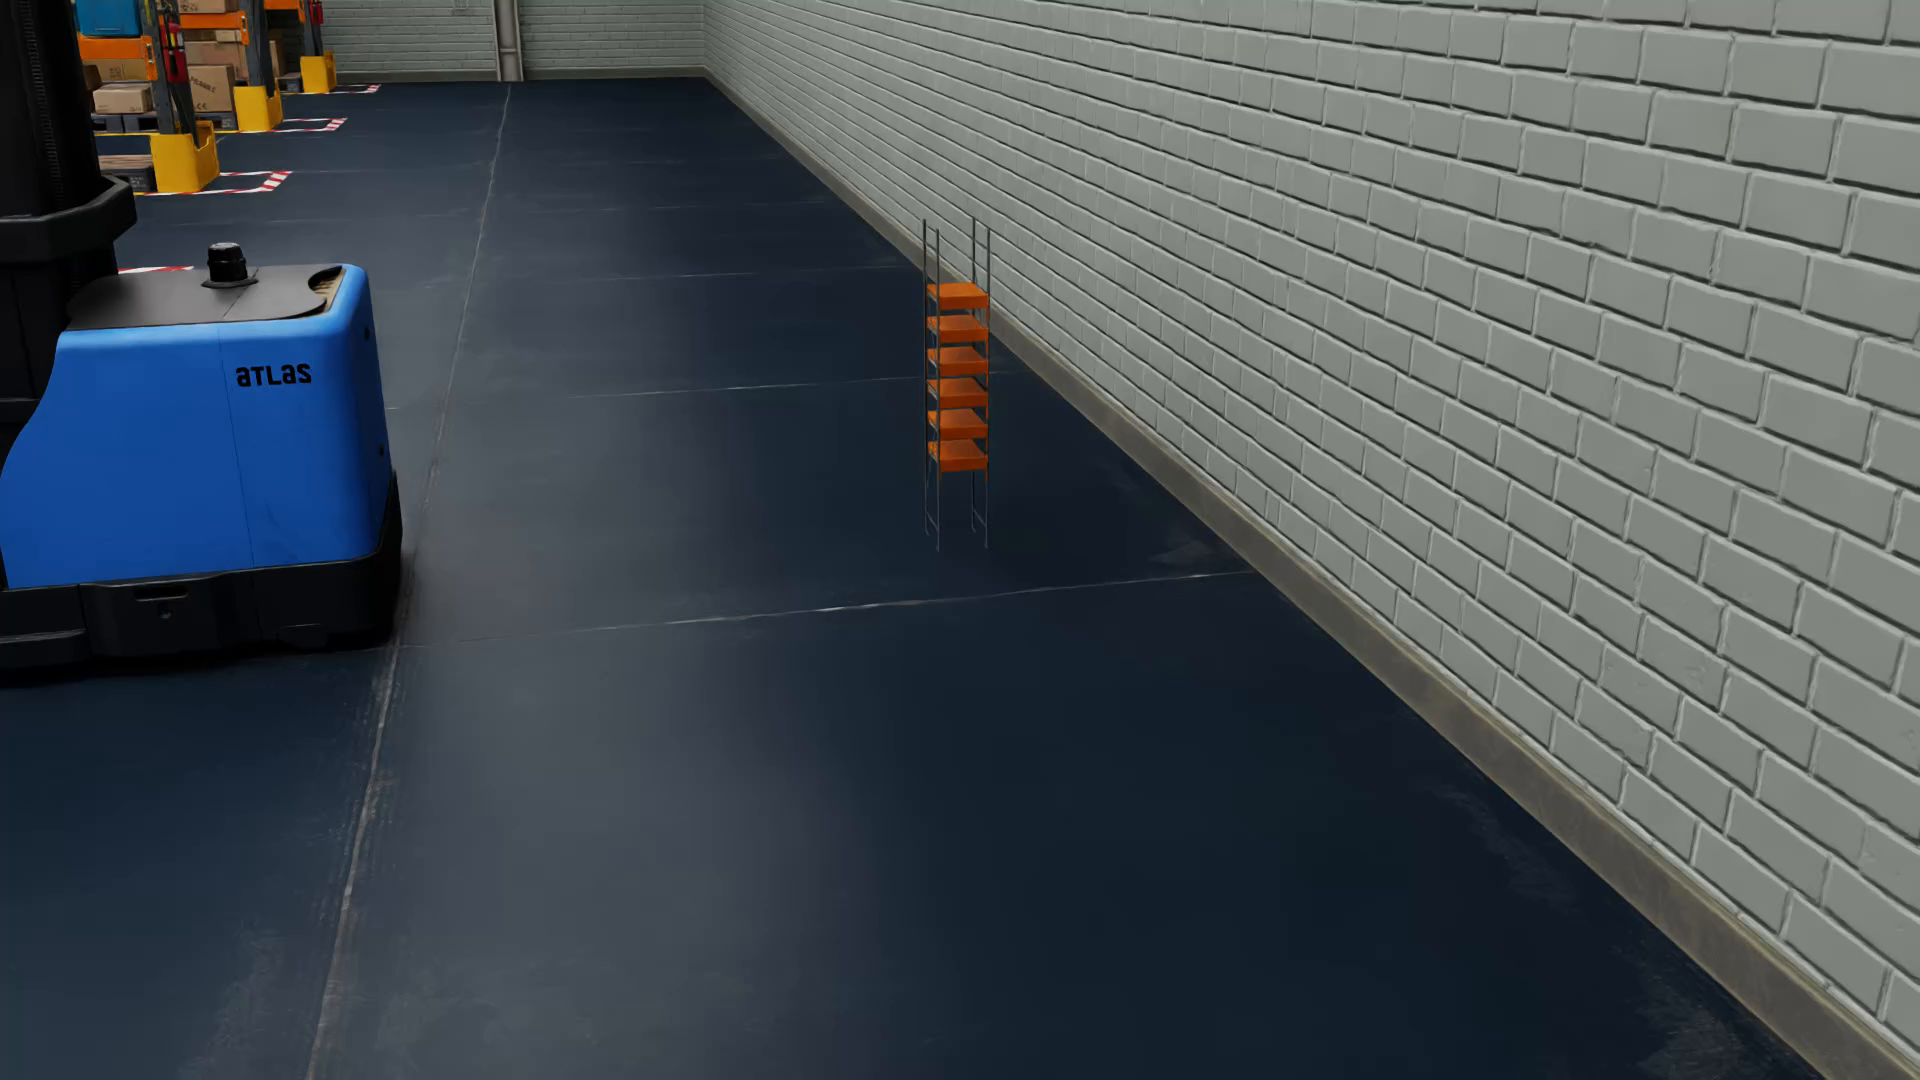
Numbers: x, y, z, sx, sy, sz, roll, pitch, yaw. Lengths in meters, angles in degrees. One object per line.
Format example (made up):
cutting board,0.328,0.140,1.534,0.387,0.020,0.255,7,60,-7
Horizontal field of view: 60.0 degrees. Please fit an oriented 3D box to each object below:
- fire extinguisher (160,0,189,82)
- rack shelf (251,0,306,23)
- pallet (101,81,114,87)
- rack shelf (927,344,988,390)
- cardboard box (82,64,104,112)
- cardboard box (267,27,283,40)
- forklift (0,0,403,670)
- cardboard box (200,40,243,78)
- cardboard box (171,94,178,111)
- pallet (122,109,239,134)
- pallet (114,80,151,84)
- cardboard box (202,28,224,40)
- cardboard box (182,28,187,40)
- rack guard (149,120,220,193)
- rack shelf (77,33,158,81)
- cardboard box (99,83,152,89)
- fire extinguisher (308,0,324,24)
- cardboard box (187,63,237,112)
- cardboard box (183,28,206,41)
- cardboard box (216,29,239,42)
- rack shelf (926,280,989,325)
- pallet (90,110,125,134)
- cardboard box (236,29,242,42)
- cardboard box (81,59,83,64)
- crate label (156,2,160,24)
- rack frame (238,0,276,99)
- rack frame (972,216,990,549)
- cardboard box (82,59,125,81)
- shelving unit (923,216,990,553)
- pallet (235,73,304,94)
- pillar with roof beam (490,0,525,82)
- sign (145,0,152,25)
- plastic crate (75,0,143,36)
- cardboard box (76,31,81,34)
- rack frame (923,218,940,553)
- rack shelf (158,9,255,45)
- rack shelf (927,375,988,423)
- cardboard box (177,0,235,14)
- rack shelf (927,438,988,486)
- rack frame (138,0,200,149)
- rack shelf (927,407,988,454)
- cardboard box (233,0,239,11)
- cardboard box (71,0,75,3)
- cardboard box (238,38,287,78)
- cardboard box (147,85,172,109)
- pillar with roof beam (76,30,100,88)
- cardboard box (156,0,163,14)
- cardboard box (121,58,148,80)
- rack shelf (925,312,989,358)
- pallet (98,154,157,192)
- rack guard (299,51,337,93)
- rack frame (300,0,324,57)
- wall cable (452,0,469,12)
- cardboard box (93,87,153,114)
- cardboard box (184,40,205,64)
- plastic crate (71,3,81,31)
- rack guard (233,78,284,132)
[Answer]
fire extinguisher,-6.819,-4.317,14.393,0.183,0.674,0.296,-5,21,-12
rack shelf,-11.297,-7.489,23.443,4.000,0.370,1.077,-5,21,-12
pallet,-12.485,-6.393,23.459,1.213,0.211,1.003,-5,21,-12
rack shelf,-0.014,-0.633,6.079,0.180,0.103,0.258,-5,21,-12
cardboard box,-10.272,-5.195,19.126,0.637,0.503,0.797,-5,21,-12
cardboard box,-9.933,-7.301,23.965,0.250,0.149,0.380,-5,21,-12
forklift,-3.431,-1.067,4.965,3.031,2.935,1.130,-5,21,-14
cardboard box,-10.496,-6.880,23.758,0.500,0.500,0.700,-5,21,-13
cardboard box,-9.094,-5.076,19.289,0.250,0.166,0.380,-5,21,-12
pallet,-9.057,-4.948,19.516,1.213,0.211,1.003,-5,21,-12
pallet,-11.295,-6.491,23.726,1.213,0.211,1.003,-5,21,-12
cardboard box,-10.669,-7.241,23.801,0.250,0.149,0.380,-4,21,-12
cardboard box,-11.166,-7.200,23.689,0.250,0.149,0.380,-4,21,-12
rack guard,-7.050,-3.501,15.145,0.348,0.500,1.175,-5,21,-12
rack shelf,-9.017,-4.172,14.390,4.000,0.370,1.077,-5,21,-12
cardboard box,-9.774,-5.215,19.548,0.500,0.250,0.500,-5,21,-12
fire extinguisher,-9.097,-7.631,23.440,0.183,0.674,0.296,-5,21,-12
cardboard box,-8.679,-5.234,19.237,0.500,0.500,0.500,-5,21,-12
cardboard box,-10.917,-7.220,23.745,0.250,0.149,0.380,-4,21,-12
cardboard box,-10.340,-7.132,23.505,0.250,0.149,0.380,-4,21,-11
rack shelf,-0.014,-0.859,5.997,0.180,0.103,0.258,-5,21,-12
pallet,-10.241,-4.853,19.255,1.213,0.211,1.003,-5,21,-12
cardboard box,-10.092,-7.153,23.560,0.250,0.149,0.380,-5,21,-13
cardboard box,-12.492,-6.716,23.313,0.500,0.500,0.700,-4,21,-12
crate label,-7.387,-4.709,14.964,0.303,0.233,0.416,-5,21,-12
rack frame,-8.207,-6.327,19.225,0.127,3.000,1.000,-5,21,-12
rack frame,0.075,-0.569,6.125,0.006,1.200,0.240,-5,21,-12
cardboard box,-12.002,-6.755,23.418,0.500,0.500,0.700,-5,21,-13
shelving unit,-0.014,-0.562,6.105,0.189,1.200,0.258,-5,21,-12
pallet,-10.111,-6.586,23.987,1.213,0.211,1.003,-5,21,-12
pillar with roof beam,-5.931,-9.864,20.159,0.400,9.000,9.100,-5,21,-12
sign,-6.928,-4.562,14.171,0.005,0.325,0.100,-5,21,-12
plastic crate,-7.354,-4.624,14.439,0.499,0.435,0.616,-5,21,-12
cardboard box,-12.116,-6.987,23.108,0.250,0.149,0.380,-4,20,-11
rack frame,-0.103,-0.555,6.085,0.006,1.200,0.240,-5,21,-12
rack shelf,-10.153,-5.831,18.917,4.000,0.370,1.077,-5,21,-12
rack shelf,-0.014,-0.521,6.120,0.180,0.103,0.258,-5,21,-12
cardboard box,-8.580,-6.247,18.863,0.500,0.500,0.500,-4,20,-11
rack shelf,-0.014,-0.295,6.203,0.180,0.103,0.258,-5,21,-12
rack frame,-7.071,-4.669,14.698,0.127,3.000,1.000,-5,21,-12
rack shelf,-0.014,-0.408,6.162,0.180,0.103,0.258,-5,21,-12
cardboard box,-8.699,-6.427,19.353,0.500,0.500,0.500,-4,21,-11
cardboard box,-10.061,-6.128,18.536,0.500,0.500,0.500,-5,21,-13
cardboard box,-10.009,-6.919,23.866,0.500,0.500,0.700,-5,21,-12
cardboard box,-9.288,-5.255,19.656,0.500,0.250,0.500,-5,21,-12
pillar with roof beam,-11.770,-9.389,18.863,0.400,9.000,9.100,-5,21,-12
cardboard box,-9.084,-6.205,18.747,0.500,0.500,0.500,-4,21,-12
cardboard box,-11.502,-6.795,23.527,0.500,0.500,0.700,-4,21,-11
rack shelf,-0.014,-0.746,6.038,0.180,0.103,0.258,-5,21,-12
pallet,-7.882,-3.307,15.035,1.213,0.211,1.003,-5,21,-12
rack guard,-9.327,-6.813,24.186,0.348,0.500,1.175,-5,21,-12
rack frame,-9.350,-7.985,23.751,0.127,3.000,1.000,-5,21,-12
wall cable,-8.322,-8.880,24.718,1.851,1.984,0.084,-5,21,-12
cardboard box,-9.611,-5.052,19.102,0.500,0.250,0.500,-5,21,-12
cardboard box,-10.985,-6.840,23.649,0.500,0.500,0.700,-5,21,-14
plastic crate,-8.027,-4.657,14.822,0.300,0.233,0.416,-5,21,-12
rack guard,-8.281,-5.147,19.639,0.348,0.500,1.175,-5,21,-12
